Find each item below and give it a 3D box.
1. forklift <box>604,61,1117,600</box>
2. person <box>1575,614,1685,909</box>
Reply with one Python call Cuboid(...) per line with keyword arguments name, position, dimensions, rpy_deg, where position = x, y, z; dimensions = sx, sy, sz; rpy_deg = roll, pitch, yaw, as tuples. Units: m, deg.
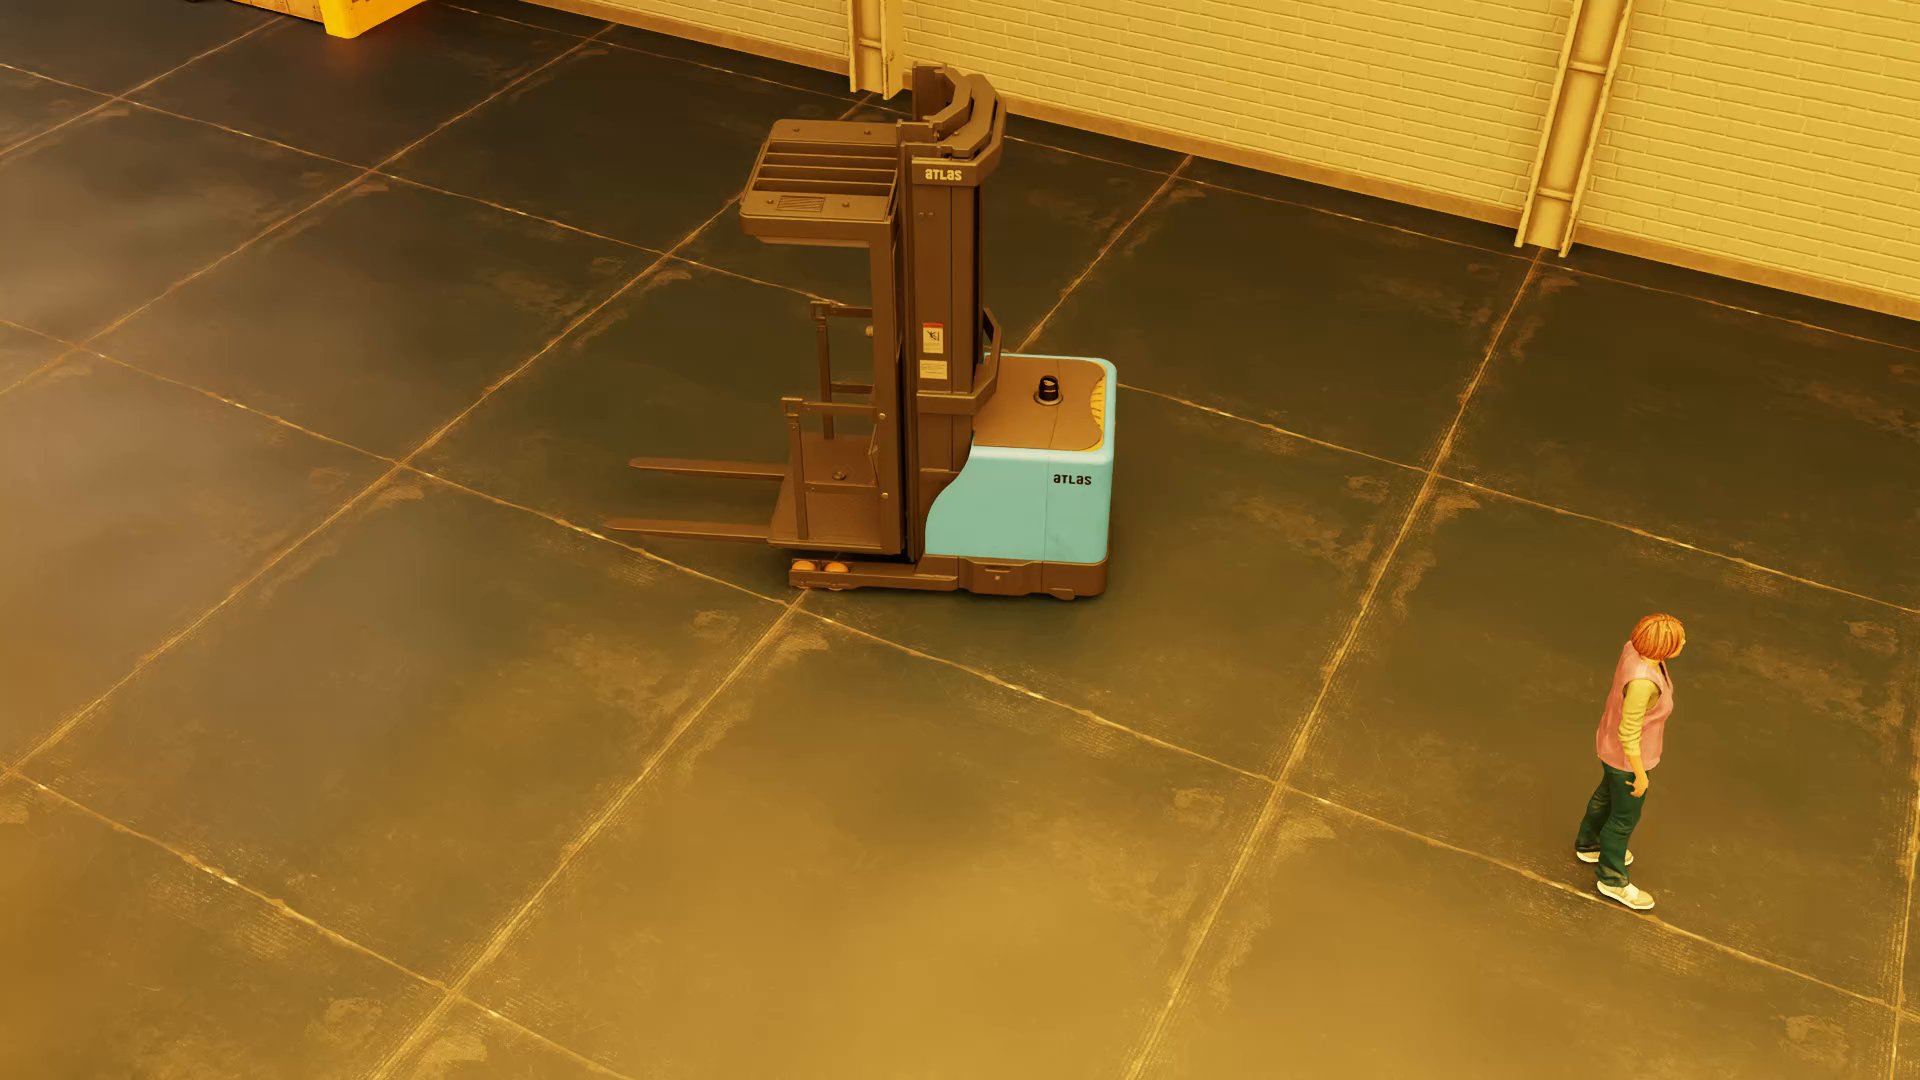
Cuboid(name="forklift", position=(-0.606, -1.157, 9.360), dimensions=(3.031, 2.935, 1.130), rpy_deg=(3, 40, 4))
Cuboid(name="person", position=(3.222, 1.011, 7.822), dimensions=(0.472, 1.585, 0.520), rpy_deg=(11, 41, 13))
